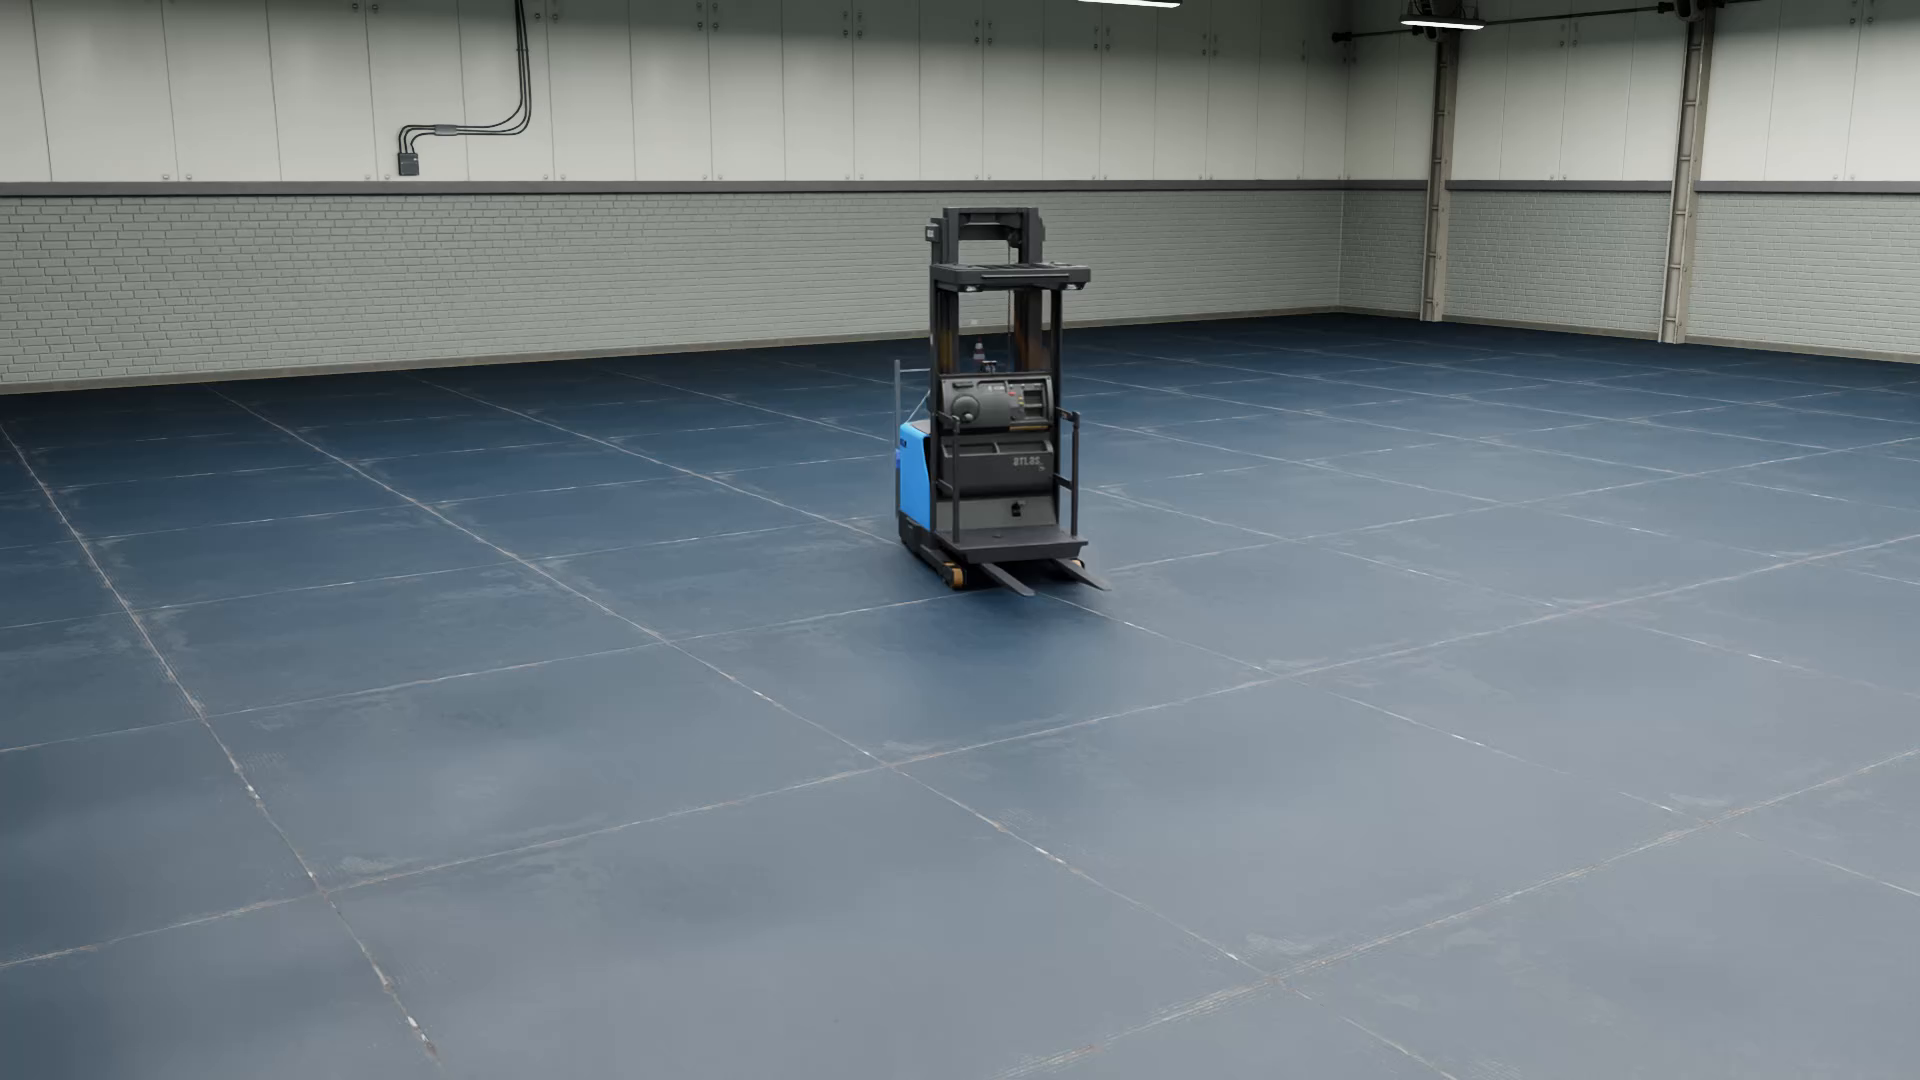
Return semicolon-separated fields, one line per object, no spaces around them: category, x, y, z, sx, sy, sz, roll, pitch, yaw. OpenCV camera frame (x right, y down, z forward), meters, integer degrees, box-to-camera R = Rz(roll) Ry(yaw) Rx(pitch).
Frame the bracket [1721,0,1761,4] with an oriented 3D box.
bracket;15.292;-9.450;28.584;0.076;0.066;4.783;-8;15;-33

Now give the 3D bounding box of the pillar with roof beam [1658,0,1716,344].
pillar with roof beam;10.346;-7.756;29.264;9.100;9.000;0.548;-8;15;-33

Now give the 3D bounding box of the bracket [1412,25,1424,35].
bracket;10.080;-11.123;36.234;0.235;0.232;0.430;-8;15;-33

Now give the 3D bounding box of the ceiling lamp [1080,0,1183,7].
ceiling lamp;2.507;-10.041;26.049;2.000;3.185;0.800;-8;15;-33

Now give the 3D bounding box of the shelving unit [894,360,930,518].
shelving unit;-0.154;-0.873;15.345;0.538;1.500;1.048;-6;14;-26

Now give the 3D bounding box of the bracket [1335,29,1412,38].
bracket;9.095;-11.439;37.681;0.076;0.066;3.189;-8;15;-33

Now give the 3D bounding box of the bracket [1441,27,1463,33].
bracket;10.540;-10.975;35.559;0.235;0.232;0.430;-8;15;-33

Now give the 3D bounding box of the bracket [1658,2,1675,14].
bracket;13.405;-10.056;31.354;0.235;0.232;0.430;-8;15;-33

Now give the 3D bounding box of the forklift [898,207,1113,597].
forklift;0.365;-1.142;13.223;1.130;2.935;3.031;-4;13;-16

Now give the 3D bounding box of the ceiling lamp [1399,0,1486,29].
ceiling lamp;8.617;-10.910;30.022;2.000;3.185;0.800;-8;15;-33

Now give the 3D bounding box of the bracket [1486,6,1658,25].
bracket;11.968;-10.517;33.464;0.076;0.066;4.783;-8;15;-33

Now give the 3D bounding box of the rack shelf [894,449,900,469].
rack shelf;-0.154;-0.698;15.384;0.538;0.185;1.000;-6;14;-26

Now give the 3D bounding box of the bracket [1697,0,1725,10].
bracket;13.865;-9.908;30.679;0.235;0.232;0.430;-8;15;-33

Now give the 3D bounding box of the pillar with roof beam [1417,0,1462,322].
pillar with roof beam;7.022;-8.823;34.143;9.100;9.000;0.548;-8;15;-33

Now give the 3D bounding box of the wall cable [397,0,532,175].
wall cable;-8.237;-9.067;27.297;2.305;6.003;0.169;-8;15;-33

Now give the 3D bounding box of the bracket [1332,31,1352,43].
bracket;8.767;-11.544;38.161;0.235;0.232;0.430;-8;15;-33

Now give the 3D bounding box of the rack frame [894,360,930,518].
rack frame;-0.385;-0.970;15.788;0.500;1.500;0.032;-6;14;-26
